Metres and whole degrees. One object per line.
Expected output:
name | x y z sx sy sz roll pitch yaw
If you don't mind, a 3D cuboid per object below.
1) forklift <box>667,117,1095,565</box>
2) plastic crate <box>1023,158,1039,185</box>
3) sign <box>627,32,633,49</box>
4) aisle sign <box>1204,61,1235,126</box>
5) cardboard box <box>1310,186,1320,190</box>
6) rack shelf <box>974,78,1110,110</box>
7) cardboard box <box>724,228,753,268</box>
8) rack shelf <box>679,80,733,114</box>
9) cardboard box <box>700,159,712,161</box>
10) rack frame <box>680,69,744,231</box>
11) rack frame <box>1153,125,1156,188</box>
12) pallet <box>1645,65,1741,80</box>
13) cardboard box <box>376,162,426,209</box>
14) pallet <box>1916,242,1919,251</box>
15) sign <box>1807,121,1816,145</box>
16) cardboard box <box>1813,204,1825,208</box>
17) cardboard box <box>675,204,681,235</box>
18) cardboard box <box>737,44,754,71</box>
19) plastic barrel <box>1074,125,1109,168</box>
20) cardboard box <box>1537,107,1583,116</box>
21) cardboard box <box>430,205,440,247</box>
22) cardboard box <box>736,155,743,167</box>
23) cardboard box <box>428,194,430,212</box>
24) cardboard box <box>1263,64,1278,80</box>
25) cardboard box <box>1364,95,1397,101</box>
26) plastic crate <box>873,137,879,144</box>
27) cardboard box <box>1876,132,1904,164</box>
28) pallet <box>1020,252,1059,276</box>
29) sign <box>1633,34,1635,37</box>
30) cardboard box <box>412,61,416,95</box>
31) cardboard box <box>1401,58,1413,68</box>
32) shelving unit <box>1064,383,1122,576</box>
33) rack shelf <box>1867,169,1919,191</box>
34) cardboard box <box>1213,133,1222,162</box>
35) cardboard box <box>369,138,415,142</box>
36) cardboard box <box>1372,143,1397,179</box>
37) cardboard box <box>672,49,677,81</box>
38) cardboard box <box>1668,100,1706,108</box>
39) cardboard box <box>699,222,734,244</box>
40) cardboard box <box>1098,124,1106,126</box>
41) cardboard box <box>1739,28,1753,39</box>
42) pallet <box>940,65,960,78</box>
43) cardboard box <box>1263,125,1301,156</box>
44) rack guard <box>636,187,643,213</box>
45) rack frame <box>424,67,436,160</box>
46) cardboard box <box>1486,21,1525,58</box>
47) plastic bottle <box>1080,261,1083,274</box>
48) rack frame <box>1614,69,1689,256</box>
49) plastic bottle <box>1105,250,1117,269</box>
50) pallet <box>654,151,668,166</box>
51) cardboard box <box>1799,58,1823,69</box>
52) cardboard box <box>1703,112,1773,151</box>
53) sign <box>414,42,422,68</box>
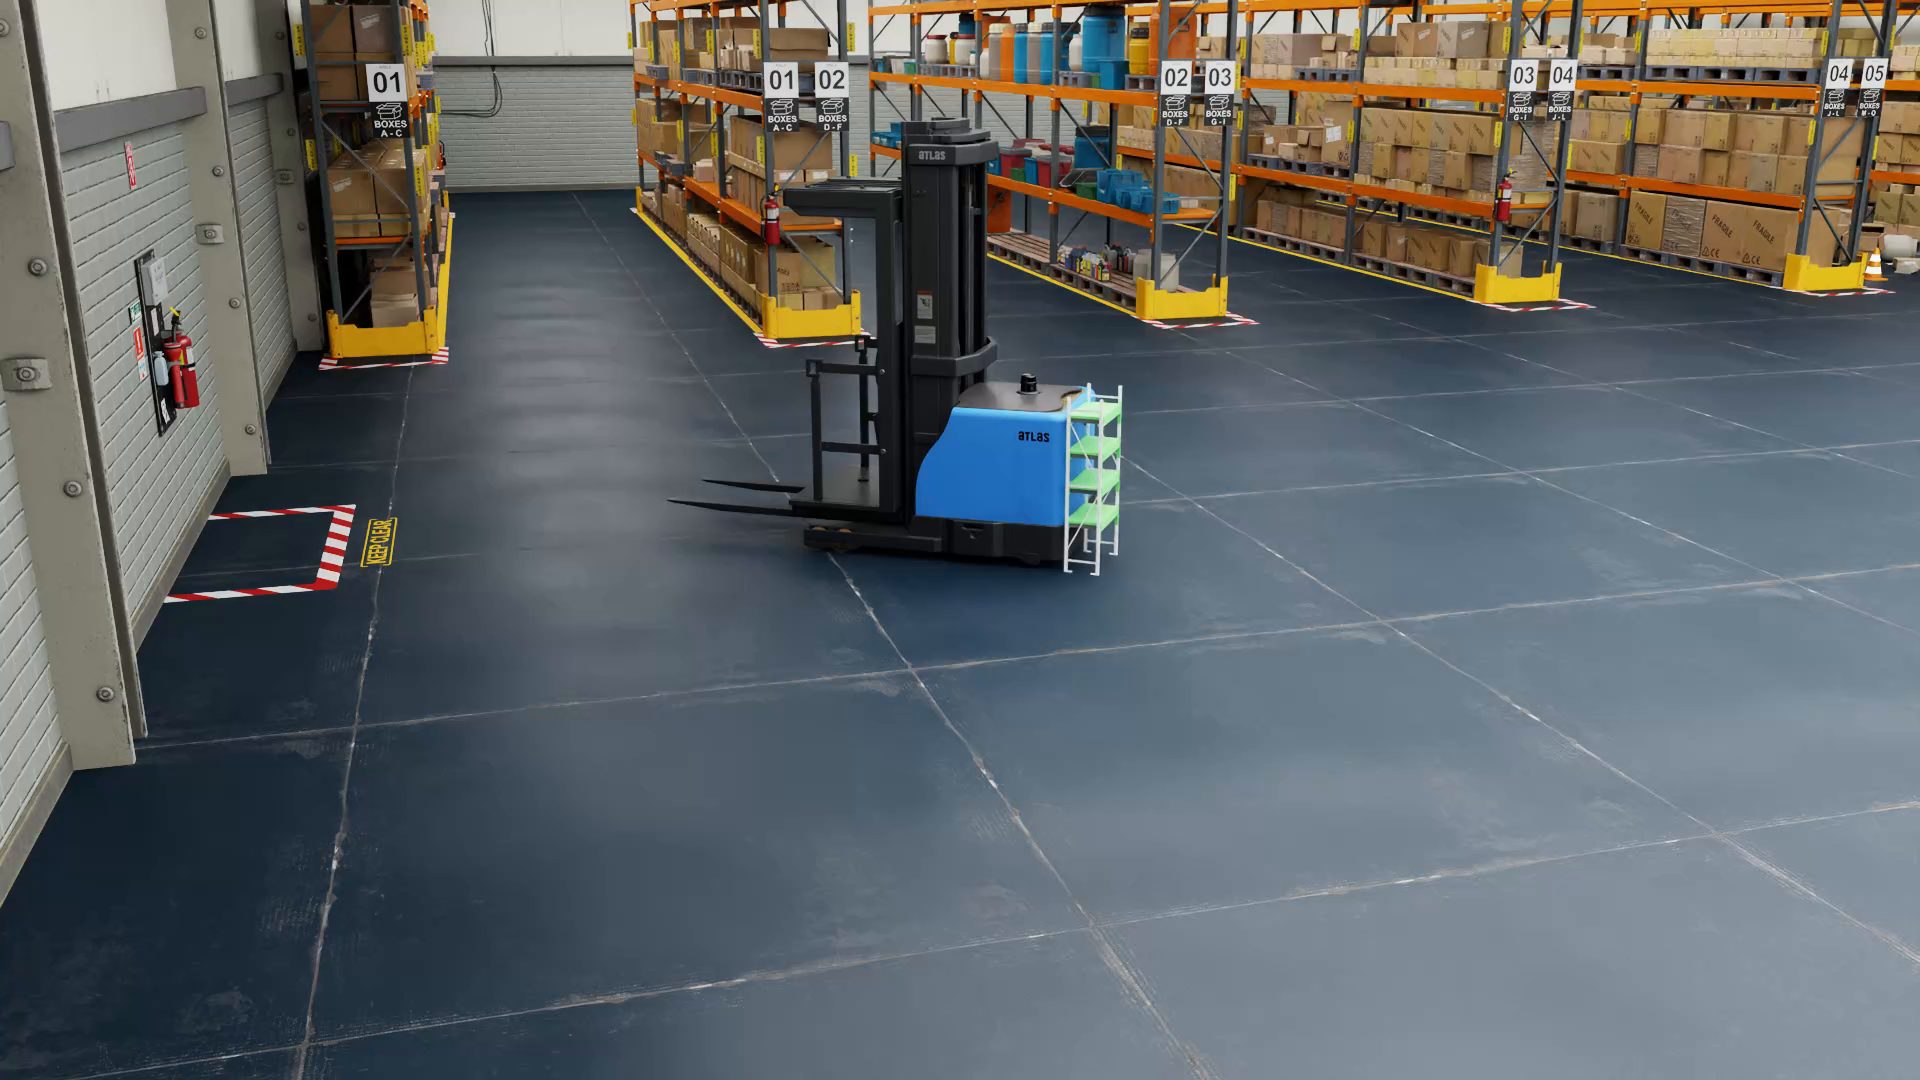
forklift | -0.598 -1.454 11.697 3.031 2.935 1.130 5 17 15
plastic crate | 1.248 -5.725 25.823 0.392 0.384 0.575 -5 17 -15
sign | -6.733 -10.193 33.937 0.100 0.325 0.005 -5 17 -15
aisle sign | 3.251 -5.594 20.840 0.394 0.787 0.004 -5 17 -15
cardboard box | 8.138 -7.979 37.526 0.380 0.149 0.250 -4 17 -15
rack shelf | 1.301 -7.097 26.401 1.077 0.370 4.000 -5 17 -15
cardboard box | -2.942 -4.014 22.846 0.500 0.500 0.500 -5 17 -15
rack shelf | -3.463 -6.706 25.100 1.077 0.370 4.000 -5 17 -15
cardboard box | -3.955 -6.021 26.936 0.500 0.311 0.500 -4 17 -12
rack frame | -4.013 -6.167 27.270 1.000 3.000 0.127 -5 17 -15
rack frame | 4.414 -8.056 33.557 1.000 3.000 0.127 -5 17 -15
pallet | 11.624 -7.374 26.228 1.003 0.211 1.213 -5 17 -15
cardboard box | -6.544 -4.152 19.483 0.500 0.500 0.500 -5 17 -15
pallet | 16.360 -5.108 28.591 1.003 0.211 1.213 -5 17 -15
sign | 11.983 -5.730 23.389 0.100 0.325 0.005 -5 17 -15
cardboard box | 14.438 -5.643 28.553 0.500 0.500 0.500 -5 17 -15
cardboard box | -4.637 -5.564 28.843 0.500 0.500 0.500 -5 18 -17
cardboard box | -2.537 -6.068 20.907 0.500 0.311 0.500 -3 17 -9
plastic barrel | 2.035 -5.823 25.250 0.600 0.901 0.708 -5 17 -15
cardboard box | 10.707 -7.434 29.575 0.700 0.500 0.500 -5 17 -16
cardboard box | -8.851 -5.160 26.923 0.750 0.750 0.750 -5 17 -16
cardboard box | -2.811 -5.117 22.471 0.380 0.149 0.250 -5 17 -16
cardboard box | -6.972 -4.223 21.022 0.500 0.250 0.500 -5 17 -16
cardboard box | 5.538 -8.022 28.491 0.500 0.250 0.500 -4 17 -14
cardboard box | 8.822 -9.198 34.930 0.500 0.500 0.500 -5 18 -17
plastic crate | -1.688 -8.484 35.335 0.250 0.136 0.298 -5 17 -15
cardboard box | 15.994 -6.673 28.263 0.500 0.500 0.500 -5 17 -15
pallet | 1.597 -4.330 26.001 1.003 0.211 1.213 -5 17 -15
sign | 14.461 -10.720 35.766 0.100 0.325 0.005 -5 17 -15
cardboard box | -6.687 -5.463 19.502 0.500 0.500 0.500 -4 17 -13
cardboard box | 6.697 -6.995 24.377 0.380 0.149 0.250 -5 17 -16
shelving unit | 0.900 -0.414 11.245 0.258 1.200 0.503 6 18 19
rack shelf | 16.691 -5.729 27.061 1.077 0.370 4.000 -5 17 -15
cardboard box | 5.008 -7.253 30.709 0.500 0.500 0.500 -5 17 -16
cardboard box | -8.456 -5.752 24.948 0.700 0.500 0.500 -6 18 -20
cardboard box | 6.780 -5.763 25.233 0.875 0.500 0.500 -5 17 -15
cardboard box | -4.305 -7.911 27.687 0.910 0.500 0.500 -5 17 -15
cardboard box | 14.499 -8.523 33.202 0.500 0.500 0.500 -4 17 -14
cardboard box | -3.719 -4.724 25.540 0.500 0.311 0.500 -5 17 -16
cardboard box | 3.336 -8.936 36.230 0.500 0.250 0.500 -5 17 -16
cardboard box | 11.741 -7.466 24.527 0.380 0.149 0.250 -5 17 -16
pallet | 0.276 -8.488 30.110 1.003 0.211 1.213 -5 17 -15
cardboard box | 5.700 -7.052 29.312 0.500 0.500 0.500 -7 18 -22
rack guard | -6.190 -7.162 34.927 1.175 0.500 0.348 -5 17 -15
rack frame | -9.874 -6.881 29.646 1.000 3.000 0.127 -5 17 -15
cardboard box | 7.563 -7.035 23.385 0.500 0.500 0.500 -5 17 -15
plastic bottle | 1.780 -3.934 23.933 0.097 0.201 0.097 0 17 0
rack frame | 11.409 -6.207 27.403 1.000 3.000 0.127 -5 17 -15
plastic bottle | 2.222 -4.131 24.459 0.152 0.276 0.135 -5 17 -15
pallet | -4.997 -6.952 30.217 1.003 0.211 1.213 -5 17 -15
cardboard box | 12.091 -6.731 23.466 0.380 0.149 0.250 -5 17 -15
cardboard box | 11.910 -6.242 25.382 0.875 0.550 0.500 -5 17 -15
sign | -7.156 -6.398 21.923 0.100 0.325 0.005 -5 17 -15
